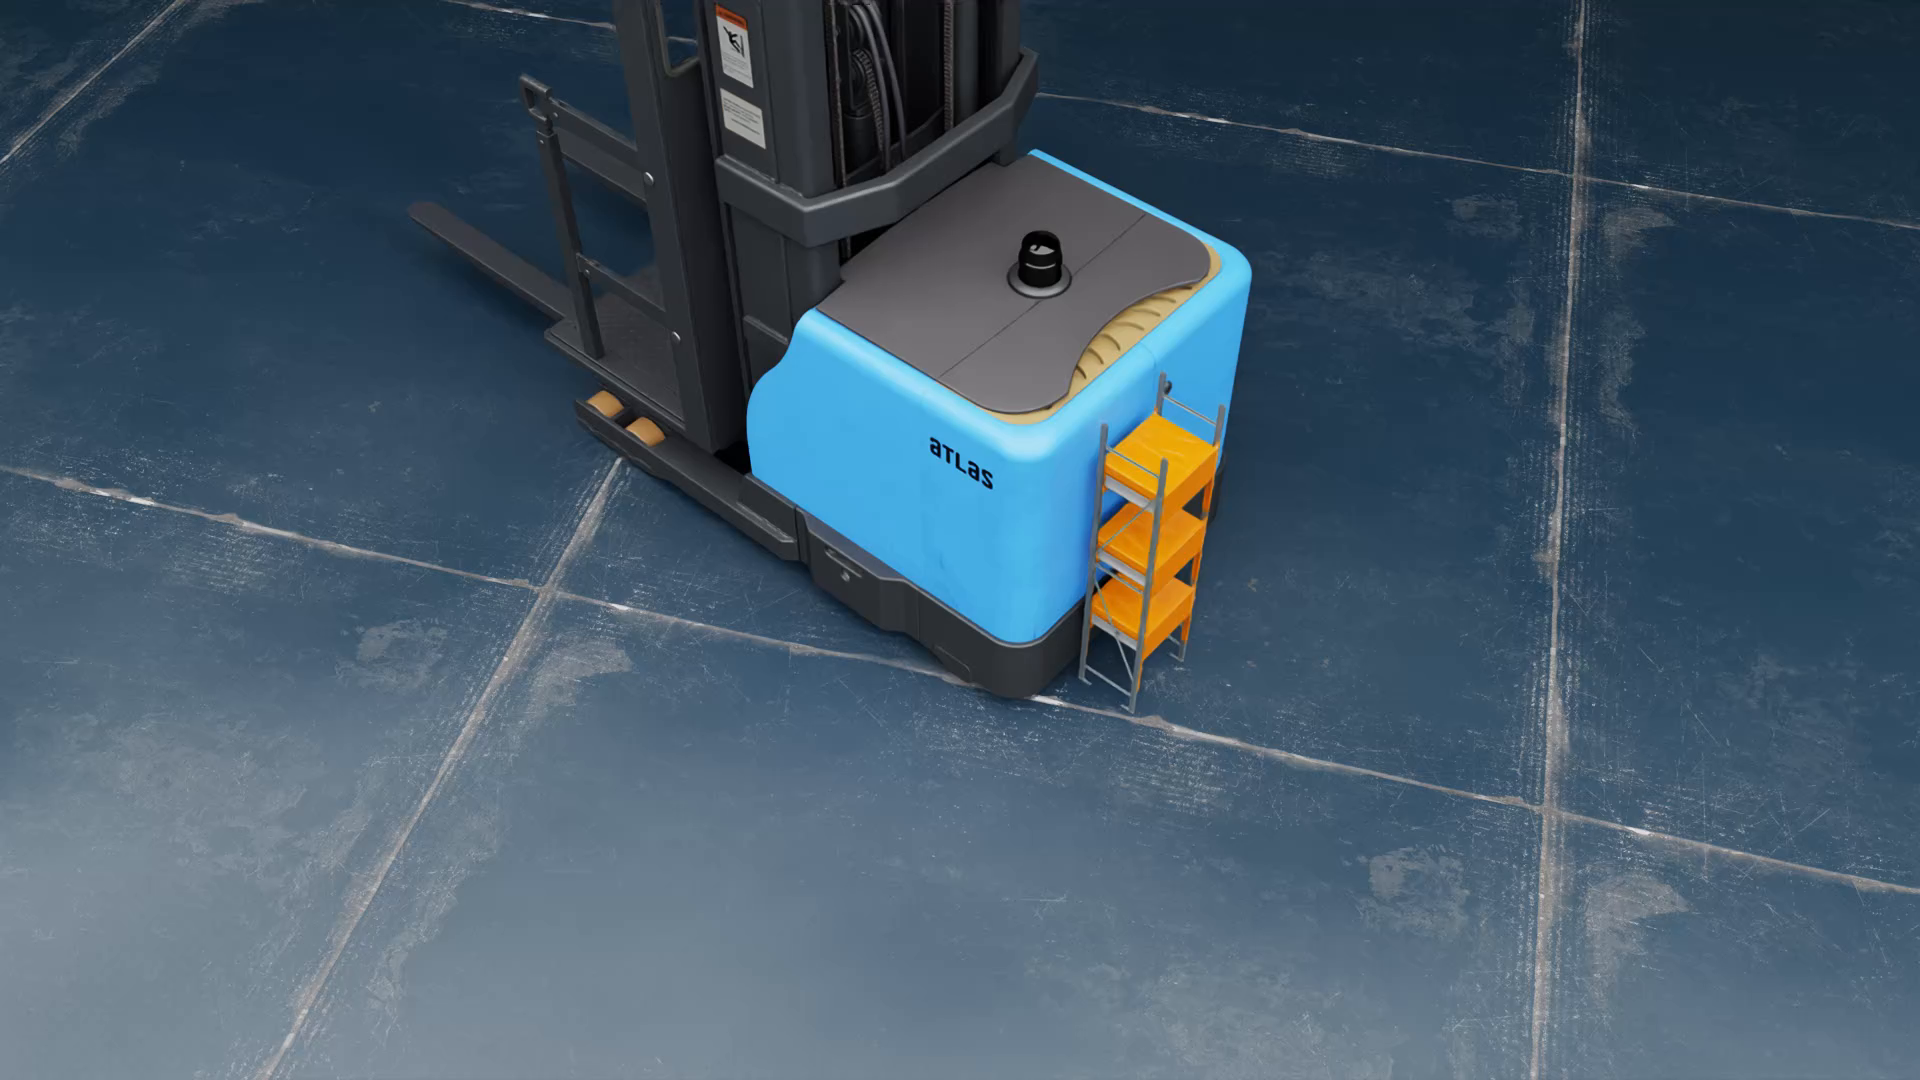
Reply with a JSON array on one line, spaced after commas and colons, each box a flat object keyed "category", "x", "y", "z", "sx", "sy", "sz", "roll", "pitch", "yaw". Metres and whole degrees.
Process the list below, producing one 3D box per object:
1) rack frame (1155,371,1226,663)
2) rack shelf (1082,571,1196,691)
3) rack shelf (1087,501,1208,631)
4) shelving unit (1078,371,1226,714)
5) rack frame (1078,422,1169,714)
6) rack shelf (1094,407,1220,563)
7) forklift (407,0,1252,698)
[{"category": "rack frame", "x": 0.585, "y": -0.033, "z": 4.578, "sx": 0.200, "sy": 1.050, "sz": 0.008, "roll": 33, "pitch": 56, "yaw": 25}, {"category": "rack shelf", "x": 0.506, "y": 0.228, "z": 4.734, "sx": 0.215, "sy": 0.259, "sz": 0.240, "roll": 33, "pitch": 56, "yaw": 25}, {"category": "rack shelf", "x": 0.506, "y": 0.044, "z": 4.525, "sx": 0.215, "sy": 0.259, "sz": 0.240, "roll": 33, "pitch": 56, "yaw": 25}, {"category": "shelving unit", "x": 0.506, "y": 0.037, "z": 4.517, "sx": 0.215, "sy": 1.050, "sz": 0.252, "roll": 33, "pitch": 56, "yaw": 25}, {"category": "rack frame", "x": 0.427, "y": 0.106, "z": 4.456, "sx": 0.200, "sy": 1.050, "sz": 0.008, "roll": 33, "pitch": 56, "yaw": 25}, {"category": "rack shelf", "x": 0.506, "y": -0.144, "z": 4.312, "sx": 0.215, "sy": 0.259, "sz": 0.240, "roll": 33, "pitch": 56, "yaw": 25}, {"category": "forklift", "x": -0.637, "y": -1.473, "z": 4.595, "sx": 3.031, "sy": 2.935, "sz": 1.130, "roll": 33, "pitch": 56, "yaw": 26}]
